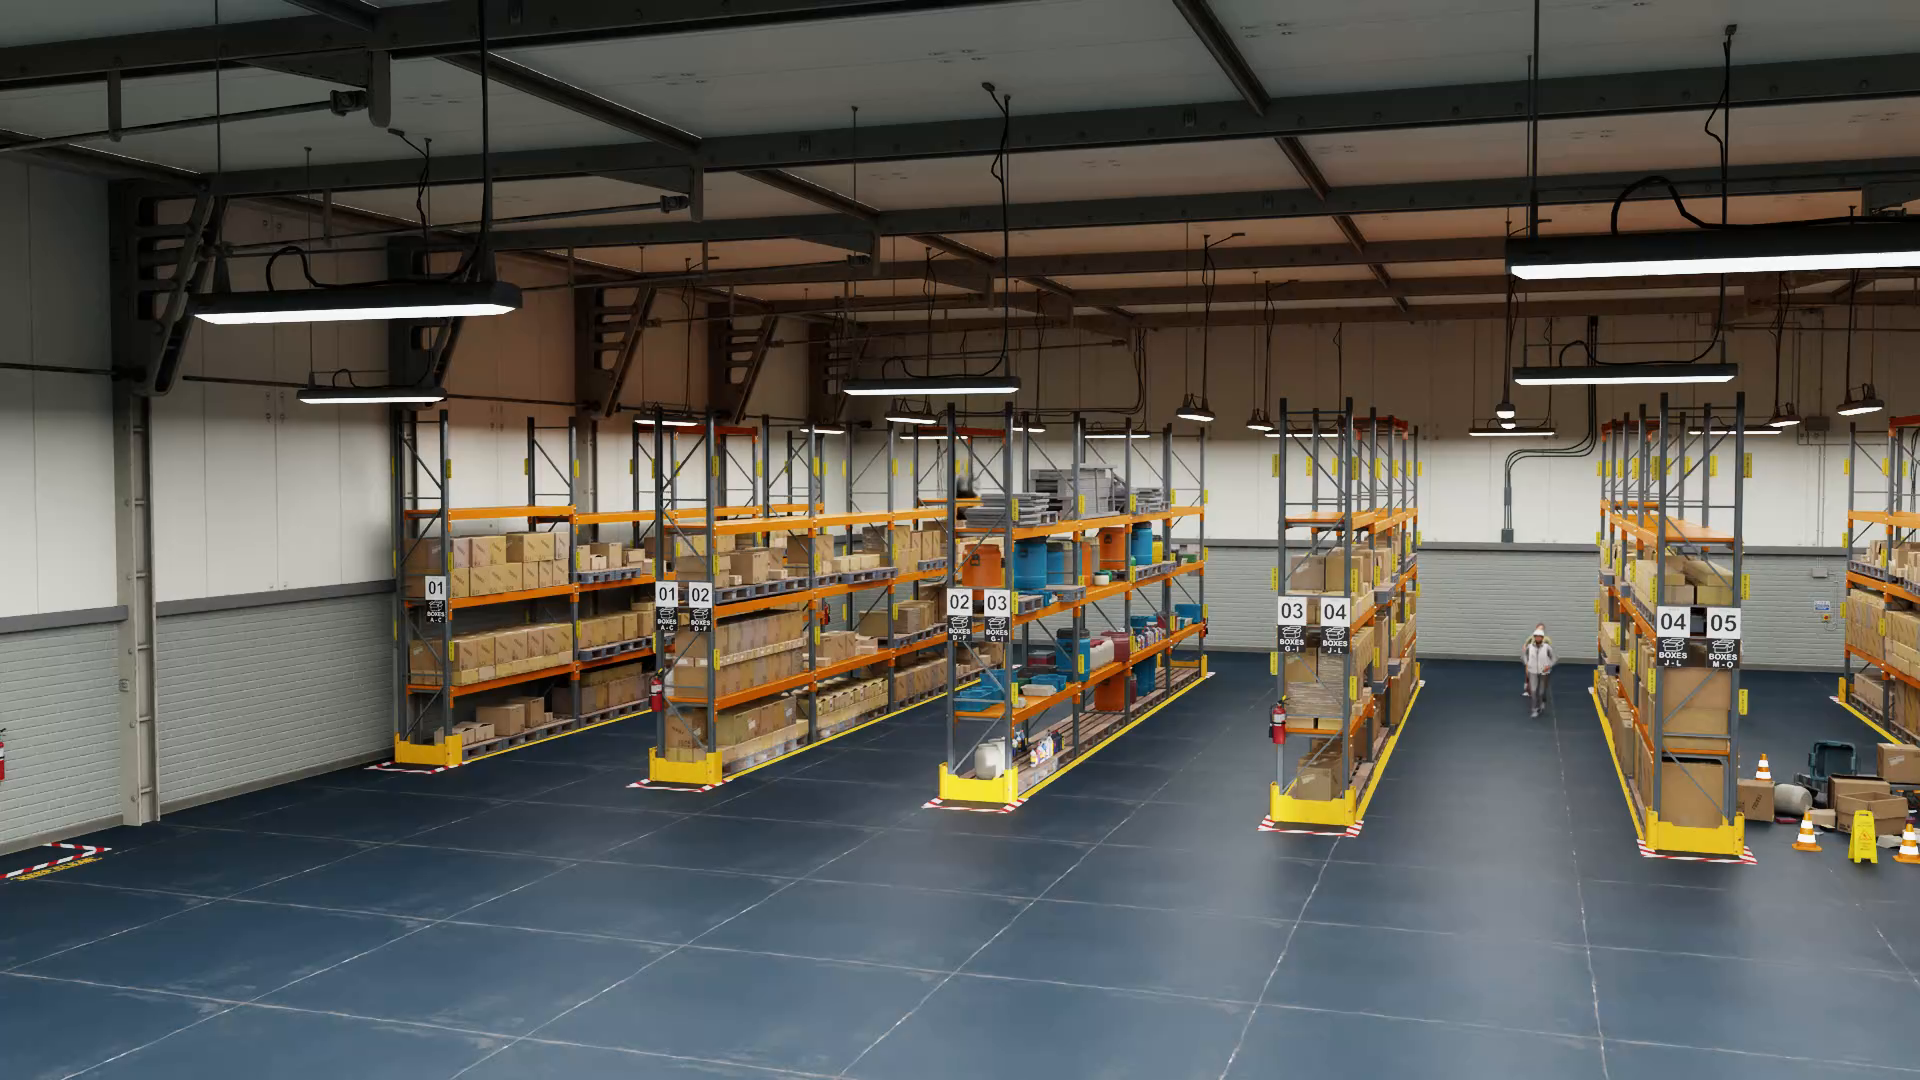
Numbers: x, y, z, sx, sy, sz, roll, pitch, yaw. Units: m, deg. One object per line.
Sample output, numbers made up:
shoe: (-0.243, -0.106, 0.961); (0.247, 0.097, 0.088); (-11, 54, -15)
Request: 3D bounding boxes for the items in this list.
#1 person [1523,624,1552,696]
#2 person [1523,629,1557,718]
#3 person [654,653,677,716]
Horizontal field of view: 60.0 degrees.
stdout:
person: (12.701, 2.621, 36.546); (0.608, 1.568, 0.487); (1, 3, 23)
person: (11.729, 2.691, 33.687); (0.672, 1.770, 0.819); (1, 3, 25)
person: (-5.226, 2.877, 29.811); (0.587, 1.729, 0.895); (1, 3, 14)
